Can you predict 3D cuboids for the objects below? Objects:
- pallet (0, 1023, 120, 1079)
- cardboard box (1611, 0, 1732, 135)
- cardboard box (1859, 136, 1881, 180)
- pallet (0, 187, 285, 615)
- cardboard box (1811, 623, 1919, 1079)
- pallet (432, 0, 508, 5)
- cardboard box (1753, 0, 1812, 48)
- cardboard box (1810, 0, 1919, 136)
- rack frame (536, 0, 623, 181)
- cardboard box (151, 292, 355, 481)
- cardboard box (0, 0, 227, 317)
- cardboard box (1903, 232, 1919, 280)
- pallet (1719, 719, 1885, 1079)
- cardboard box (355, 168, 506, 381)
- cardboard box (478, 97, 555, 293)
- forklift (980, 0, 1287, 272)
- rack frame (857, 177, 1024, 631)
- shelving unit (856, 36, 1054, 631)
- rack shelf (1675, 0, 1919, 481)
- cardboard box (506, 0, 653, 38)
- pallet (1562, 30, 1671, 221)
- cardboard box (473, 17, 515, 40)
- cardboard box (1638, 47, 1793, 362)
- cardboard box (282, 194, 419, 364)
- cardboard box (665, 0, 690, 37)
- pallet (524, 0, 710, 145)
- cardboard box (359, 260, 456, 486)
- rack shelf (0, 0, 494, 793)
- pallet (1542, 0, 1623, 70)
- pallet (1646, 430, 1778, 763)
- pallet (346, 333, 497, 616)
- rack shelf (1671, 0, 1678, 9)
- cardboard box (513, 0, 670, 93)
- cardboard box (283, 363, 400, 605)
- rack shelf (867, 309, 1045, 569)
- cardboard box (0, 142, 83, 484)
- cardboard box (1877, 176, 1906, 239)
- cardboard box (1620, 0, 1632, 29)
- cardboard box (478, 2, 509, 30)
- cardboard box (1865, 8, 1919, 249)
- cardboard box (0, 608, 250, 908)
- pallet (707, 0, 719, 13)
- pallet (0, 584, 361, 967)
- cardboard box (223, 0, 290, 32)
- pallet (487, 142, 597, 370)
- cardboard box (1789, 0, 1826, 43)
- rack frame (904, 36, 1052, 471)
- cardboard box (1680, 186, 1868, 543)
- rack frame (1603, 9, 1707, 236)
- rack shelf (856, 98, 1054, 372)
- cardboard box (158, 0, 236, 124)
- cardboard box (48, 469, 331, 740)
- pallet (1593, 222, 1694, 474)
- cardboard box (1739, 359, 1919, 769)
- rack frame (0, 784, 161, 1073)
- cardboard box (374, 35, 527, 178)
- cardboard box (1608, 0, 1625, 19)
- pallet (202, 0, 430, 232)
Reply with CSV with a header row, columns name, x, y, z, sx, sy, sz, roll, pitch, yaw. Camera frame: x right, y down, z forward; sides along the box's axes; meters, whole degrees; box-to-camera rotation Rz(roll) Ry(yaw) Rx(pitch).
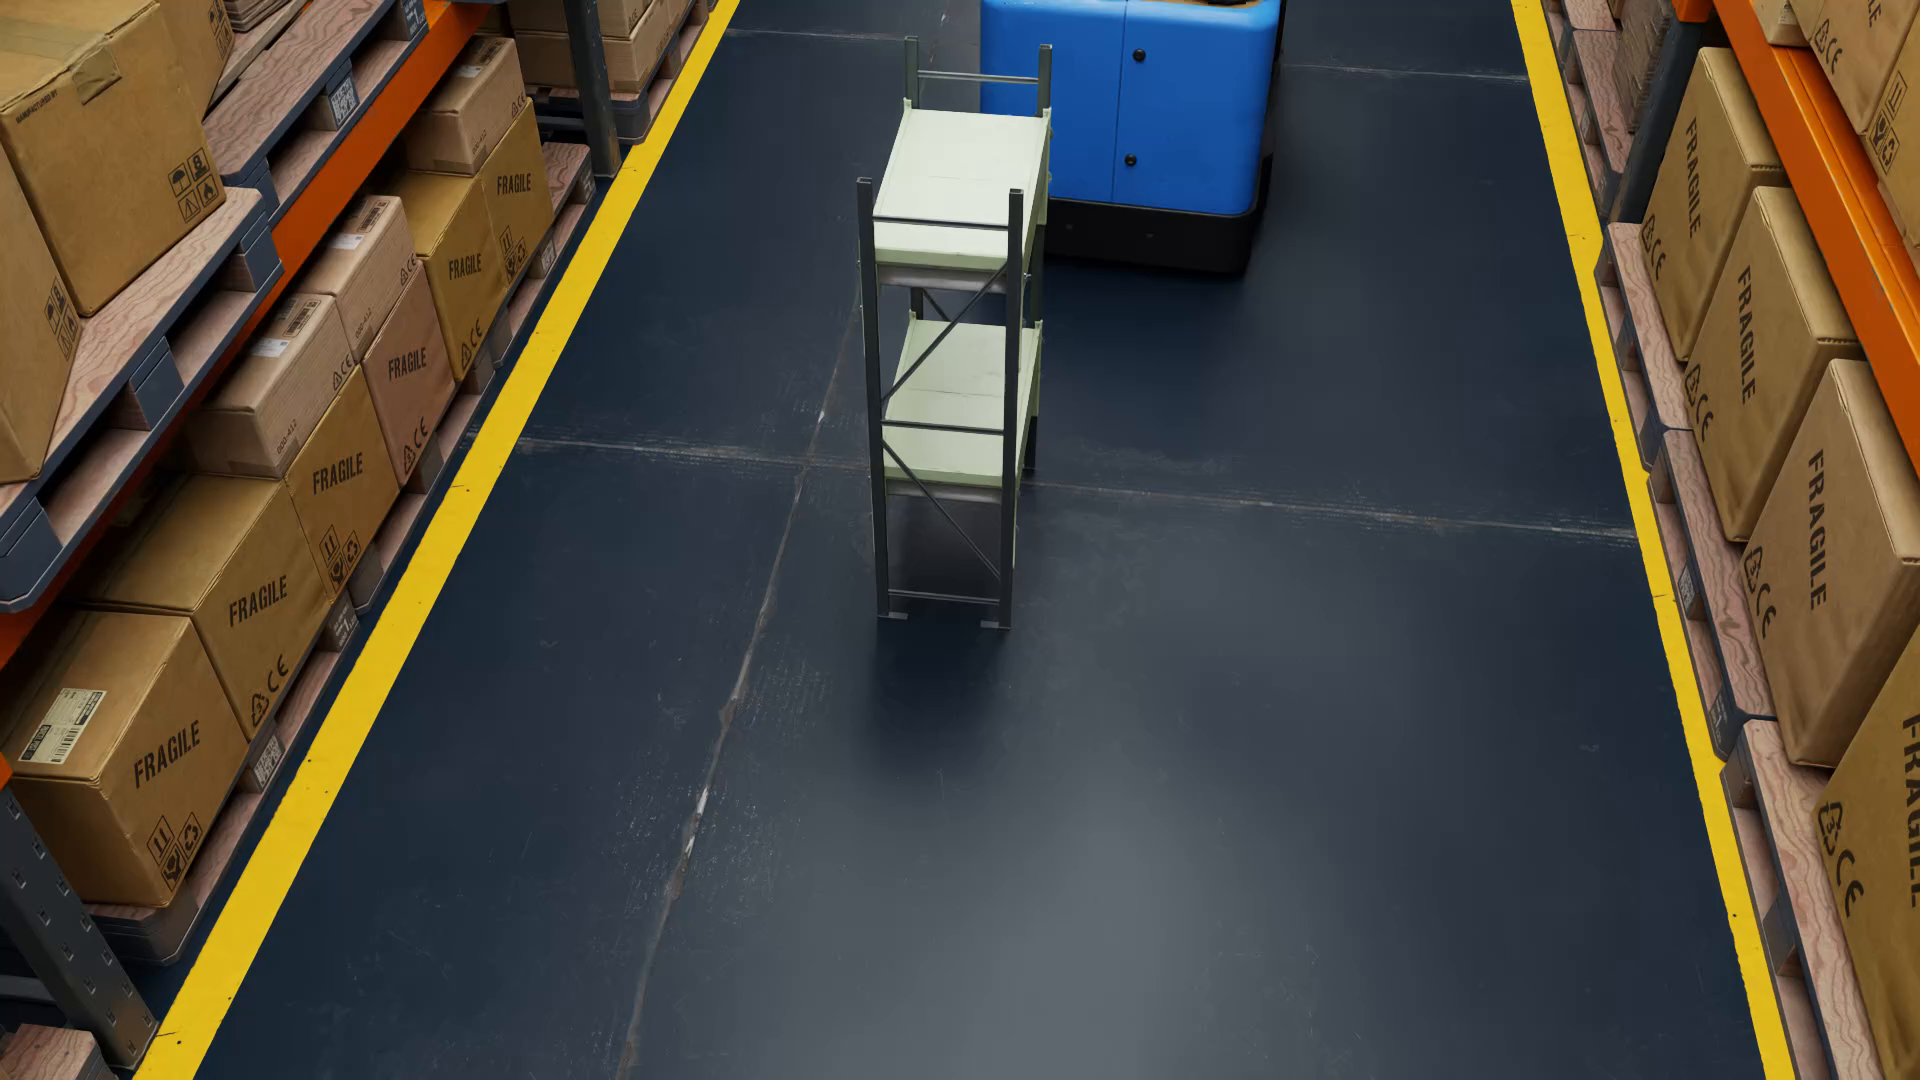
name,x,y,z,sx,sy,sz,roll,pitch,yaw
pallet,-2.523,1.560,3.449,1.003,0.211,1.213,5,44,6
cardboard box,3.051,-1.947,6.622,0.700,0.500,0.500,6,44,6
cardboard box,2.592,-1.033,4.327,0.380,0.149,0.250,6,44,6
pallet,-2.218,-0.386,3.616,1.003,0.211,1.213,5,44,6
cardboard box,2.436,0.700,3.587,0.750,0.750,0.750,6,44,6
pallet,-1.923,-2.109,5.435,1.213,0.211,1.003,5,44,6
cardboard box,2.574,-1.568,4.892,0.380,0.149,0.250,6,44,7
cardboard box,2.545,-1.349,4.189,0.500,0.500,0.500,5,44,5
rack frame,-1.903,-2.647,5.864,1.000,3.000,0.127,5,44,6
cardboard box,-1.994,-0.434,4.480,0.500,0.250,0.500,5,44,6
cardboard box,-2.119,-0.887,3.627,0.700,0.500,0.500,12,45,12
cardboard box,2.501,-0.687,3.962,0.380,0.149,0.250,7,44,7
pallet,2.506,1.007,4.033,1.003,0.211,1.213,5,44,6
cardboard box,-1.863,-0.888,5.504,0.500,0.500,0.500,4,44,4
cardboard box,-1.794,-1.240,5.876,0.500,0.500,0.500,7,44,7
forklift,0.845,-3.087,6.379,1.130,2.935,3.031,8,44,8
rack frame,-0.048,-0.300,4.476,0.400,1.500,0.023,5,44,6
shelving unit,0.001,-0.549,4.739,0.431,1.500,0.755,5,44,6
rack shelf,2.743,-0.575,4.199,1.077,0.370,4.000,5,44,6
cardboard box,-1.542,-2.335,6.821,0.500,0.311,0.500,7,44,7
pallet,3.113,-1.719,6.912,1.003,0.211,1.213,5,44,6
cardboard box,-2.075,-2.182,7.067,0.500,0.250,0.500,6,44,7
cardboard box,2.781,-1.082,5.469,0.750,0.750,0.750,5,44,5
cardboard box,-1.928,-0.776,4.841,0.500,0.250,0.500,4,44,5
cardboard box,-1.477,-2.474,7.376,0.500,0.250,0.500,4,44,4
pallet,-1.755,-2.192,7.411,1.003,0.211,1.213,5,44,6
cardboard box,-1.926,-0.529,5.126,0.500,0.500,0.500,4,44,4
rack shelf,-2.167,-1.023,4.672,1.077,0.370,4.000,5,44,6
pallet,3.276,-2.548,7.788,1.003,0.211,1.213,5,44,6
pallet,2.665,0.173,4.914,1.003,0.211,1.213,5,44,6
pallet,-2.203,-0.300,5.413,1.003,0.211,1.213,5,44,6
rack shelf,3.272,-3.301,7.078,1.077,0.370,4.000,5,44,6
cardboard box,-1.542,-2.131,7.014,0.500,0.250,0.500,5,44,5
cardboard box,-1.993,-0.185,4.762,0.500,0.500,0.500,6,44,6
rack shelf,0.001,-0.312,4.963,0.431,0.370,0.720,5,44,6
cardboard box,-2.147,-0.412,3.126,0.700,0.500,0.500,-8,44,-9
cardboard box,2.543,-0.866,4.151,0.380,0.149,0.250,5,44,6
cardboard box,3.235,-2.287,6.982,0.700,0.500,0.500,5,44,5
cardboard box,-2.078,-2.384,6.873,0.500,0.311,0.500,6,44,7
cardboard box,2.484,-0.993,3.814,0.500,0.500,0.500,6,44,7
cardboard box,-2.126,0.519,4.018,0.500,0.500,0.500,3,44,4
pallet,-1.592,-3.021,8.287,1.003,0.211,1.213,5,44,6
pallet,-2.362,0.534,4.533,1.003,0.211,1.213,5,44,6
cardboard box,-2.185,-1.790,4.581,0.700,0.500,0.500,13,45,13
pallet,-2.039,-1.129,6.289,1.003,0.211,1.213,5,44,6
cardboard box,2.612,-1.687,4.546,0.500,0.500,0.500,7,44,7
rack frame,0.049,-0.799,5.003,0.400,1.500,0.023,5,44,6
cardboard box,2.658,-0.486,4.839,0.750,0.750,0.750,5,44,5
rack frame,3.008,-2.199,5.391,1.000,3.000,0.127,5,44,6
rack shelf,0.001,-0.833,4.471,0.431,0.370,0.720,5,44,6
cardboard box,-2.259,-1.319,4.084,0.700,0.500,0.500,-5,44,-5
cardboard box,-2.067,0.155,4.403,0.500,0.500,0.500,6,44,6
pallet,2.829,-0.656,5.790,1.003,0.211,1.213,5,44,6
cardboard box,2.551,0.094,4.227,0.750,0.750,0.750,6,44,7
rack frame,-2.432,0.079,2.985,1.000,3.000,0.127,5,44,6
cardboard box,-1.797,-1.474,5.578,0.500,0.250,0.500,7,44,7
cardboard box,3.272,-2.628,7.342,0.700,0.500,0.500,5,44,5
pallet,-2.155,-1.252,4.530,1.003,0.211,1.213,5,44,6
